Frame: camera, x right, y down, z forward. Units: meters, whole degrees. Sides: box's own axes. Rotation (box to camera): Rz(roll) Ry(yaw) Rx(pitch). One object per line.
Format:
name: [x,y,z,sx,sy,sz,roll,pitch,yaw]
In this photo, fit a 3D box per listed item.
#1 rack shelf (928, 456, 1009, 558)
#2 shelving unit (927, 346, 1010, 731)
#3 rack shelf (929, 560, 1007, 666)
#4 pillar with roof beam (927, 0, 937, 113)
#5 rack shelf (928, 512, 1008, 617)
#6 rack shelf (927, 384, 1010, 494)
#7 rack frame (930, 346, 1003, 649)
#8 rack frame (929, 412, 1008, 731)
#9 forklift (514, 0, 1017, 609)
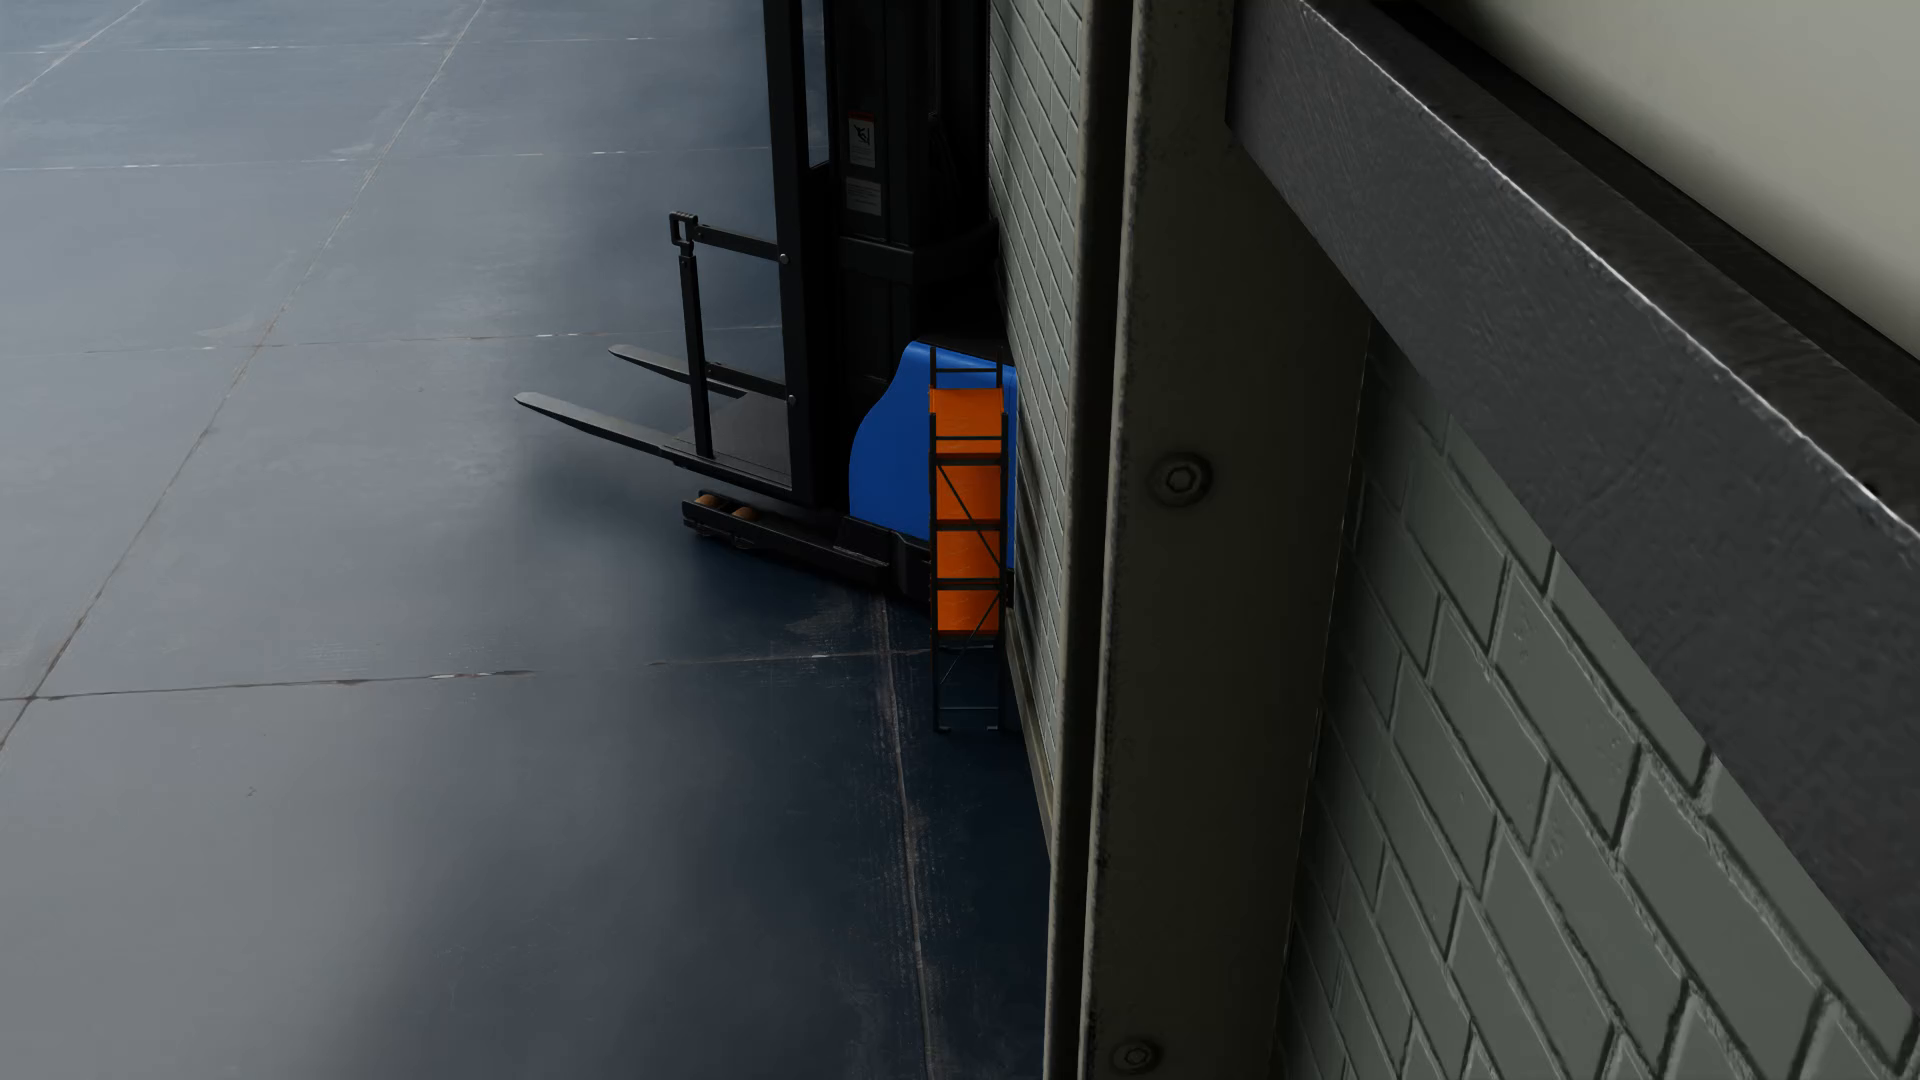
rack shelf: [0.024,-0.128,5.490,0.258,0.148,0.480,0,31,-1]
shelving unit: [0.024,0.006,5.570,0.258,1.200,0.503,0,31,-1]
rack shelf: [0.024,0.234,5.707,0.258,0.148,0.480,0,31,-1]
pillar with roof beam: [-4.515,-4.794,6.001,9.100,9.000,0.400,-3,31,-5]
rack shelf: [0.024,0.064,5.605,0.258,0.148,0.480,0,31,-1]
rack shelf: [0.024,-0.332,5.369,0.258,0.148,0.480,0,31,-1]
rack frame: [0.021,-0.119,5.780,0.240,1.200,0.015,0,31,-1]
rack frame: [0.027,0.131,5.361,0.240,1.200,0.015,0,31,-1]
forklift: [-0.526,-1.429,6.284,3.031,2.935,1.130,18,35,27]
